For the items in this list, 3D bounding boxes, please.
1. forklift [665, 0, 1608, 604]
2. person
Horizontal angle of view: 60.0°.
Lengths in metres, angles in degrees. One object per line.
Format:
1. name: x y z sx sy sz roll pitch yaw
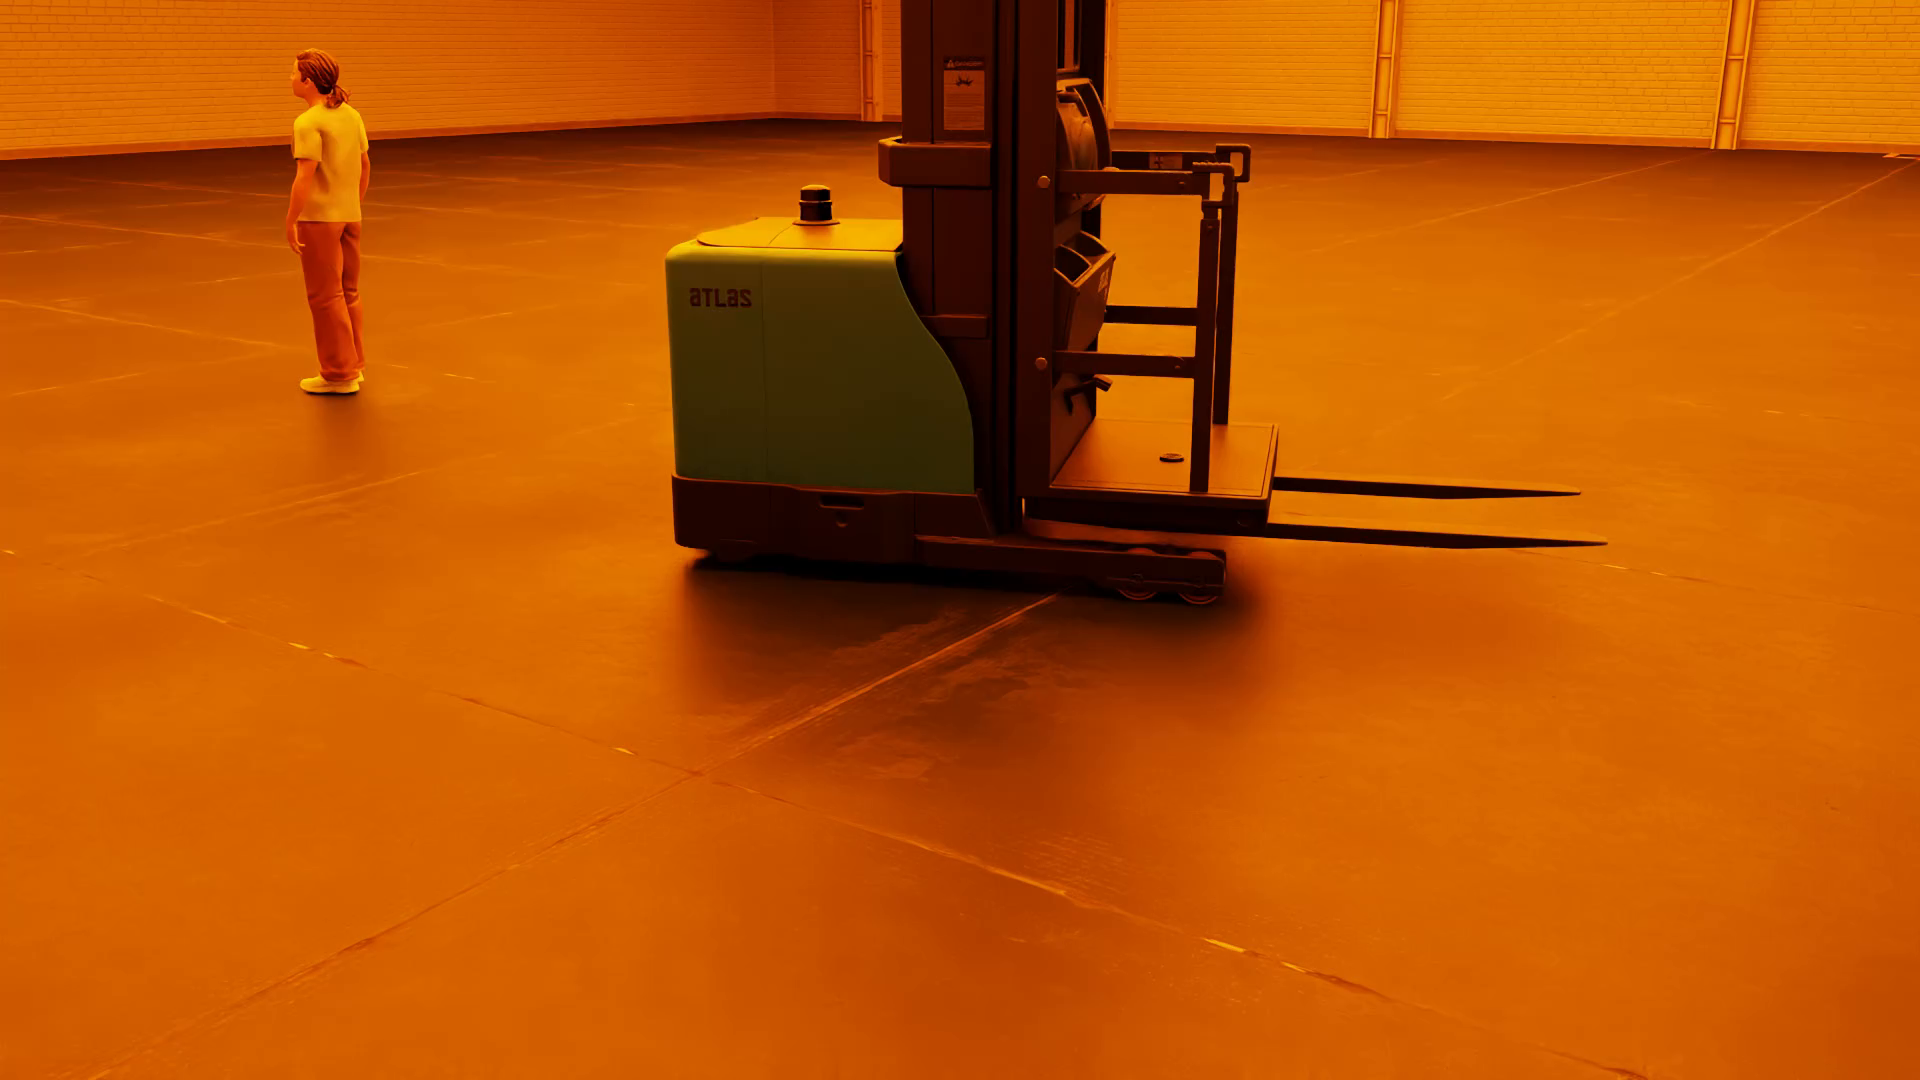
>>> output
1. forklift: 0.595 -1.367 5.404 3.031 2.935 1.130 4 17 12
2. person: -3.177 -1.560 8.217 0.550 1.676 0.554 5 17 17
